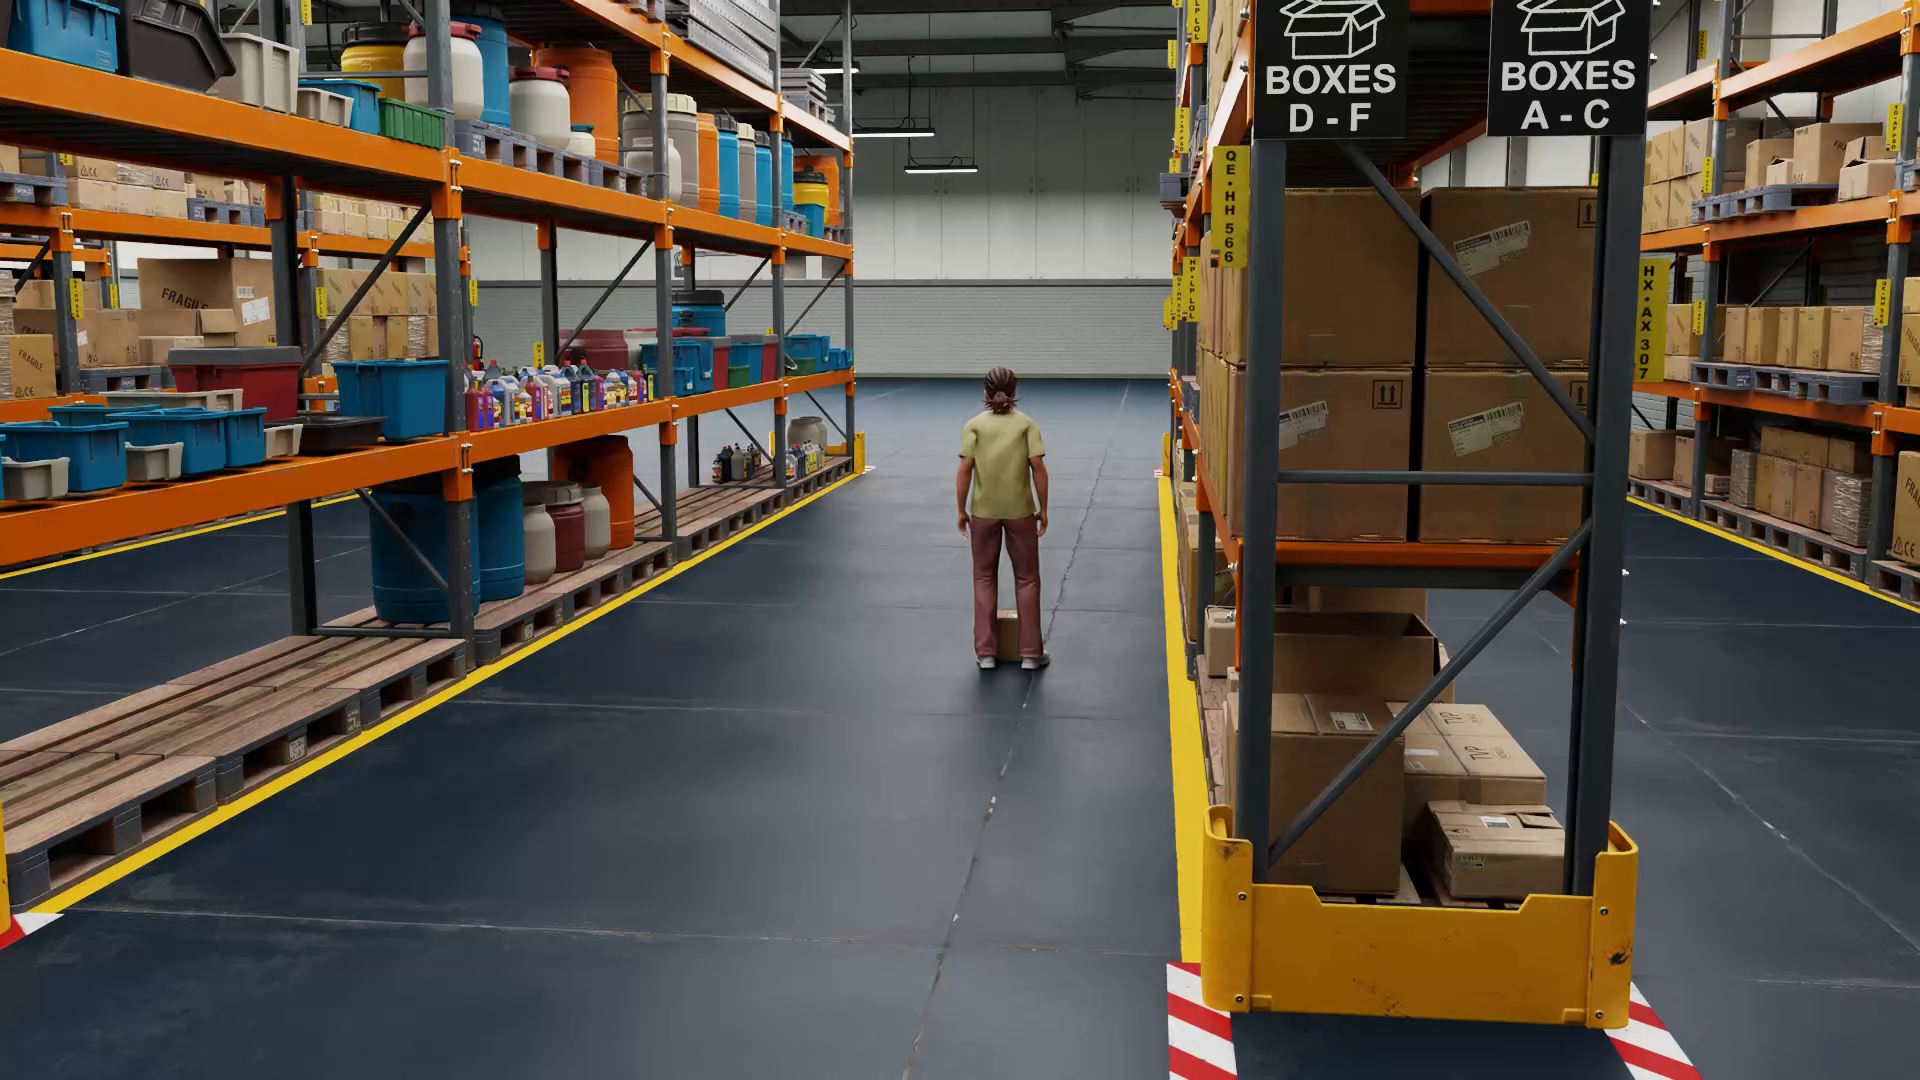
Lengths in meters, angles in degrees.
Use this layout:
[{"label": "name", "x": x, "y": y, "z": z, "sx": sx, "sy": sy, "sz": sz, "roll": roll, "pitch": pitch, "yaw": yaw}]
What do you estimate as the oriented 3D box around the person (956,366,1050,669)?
[{"label": "person", "x": 0.242, "y": -0.124, "z": 9.223, "sx": 0.521, "sy": 1.672, "sz": 0.357, "roll": 1, "pitch": 8, "yaw": 4}]
